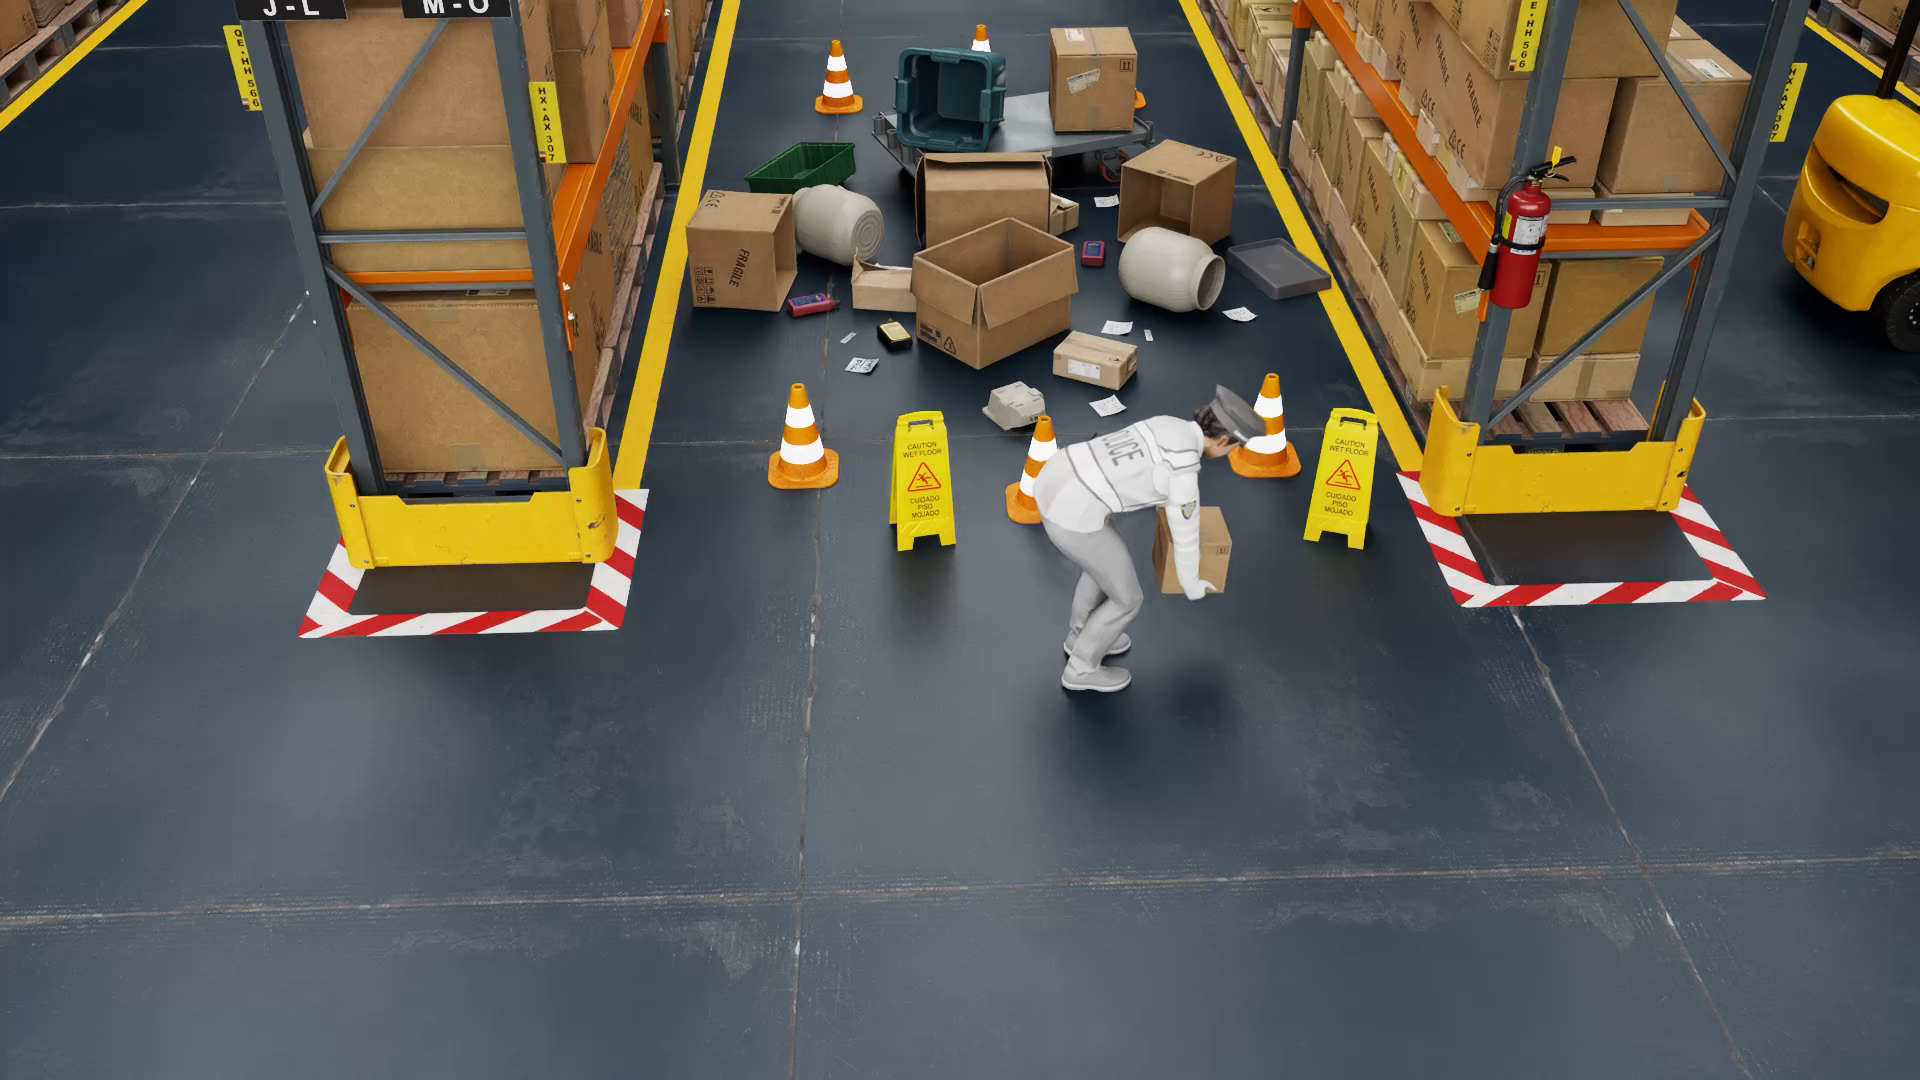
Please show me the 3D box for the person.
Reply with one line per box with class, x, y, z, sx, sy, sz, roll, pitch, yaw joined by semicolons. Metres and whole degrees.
person;0.728;-0.010;6.525;0.895;1.244;0.426;-6;36;-9
